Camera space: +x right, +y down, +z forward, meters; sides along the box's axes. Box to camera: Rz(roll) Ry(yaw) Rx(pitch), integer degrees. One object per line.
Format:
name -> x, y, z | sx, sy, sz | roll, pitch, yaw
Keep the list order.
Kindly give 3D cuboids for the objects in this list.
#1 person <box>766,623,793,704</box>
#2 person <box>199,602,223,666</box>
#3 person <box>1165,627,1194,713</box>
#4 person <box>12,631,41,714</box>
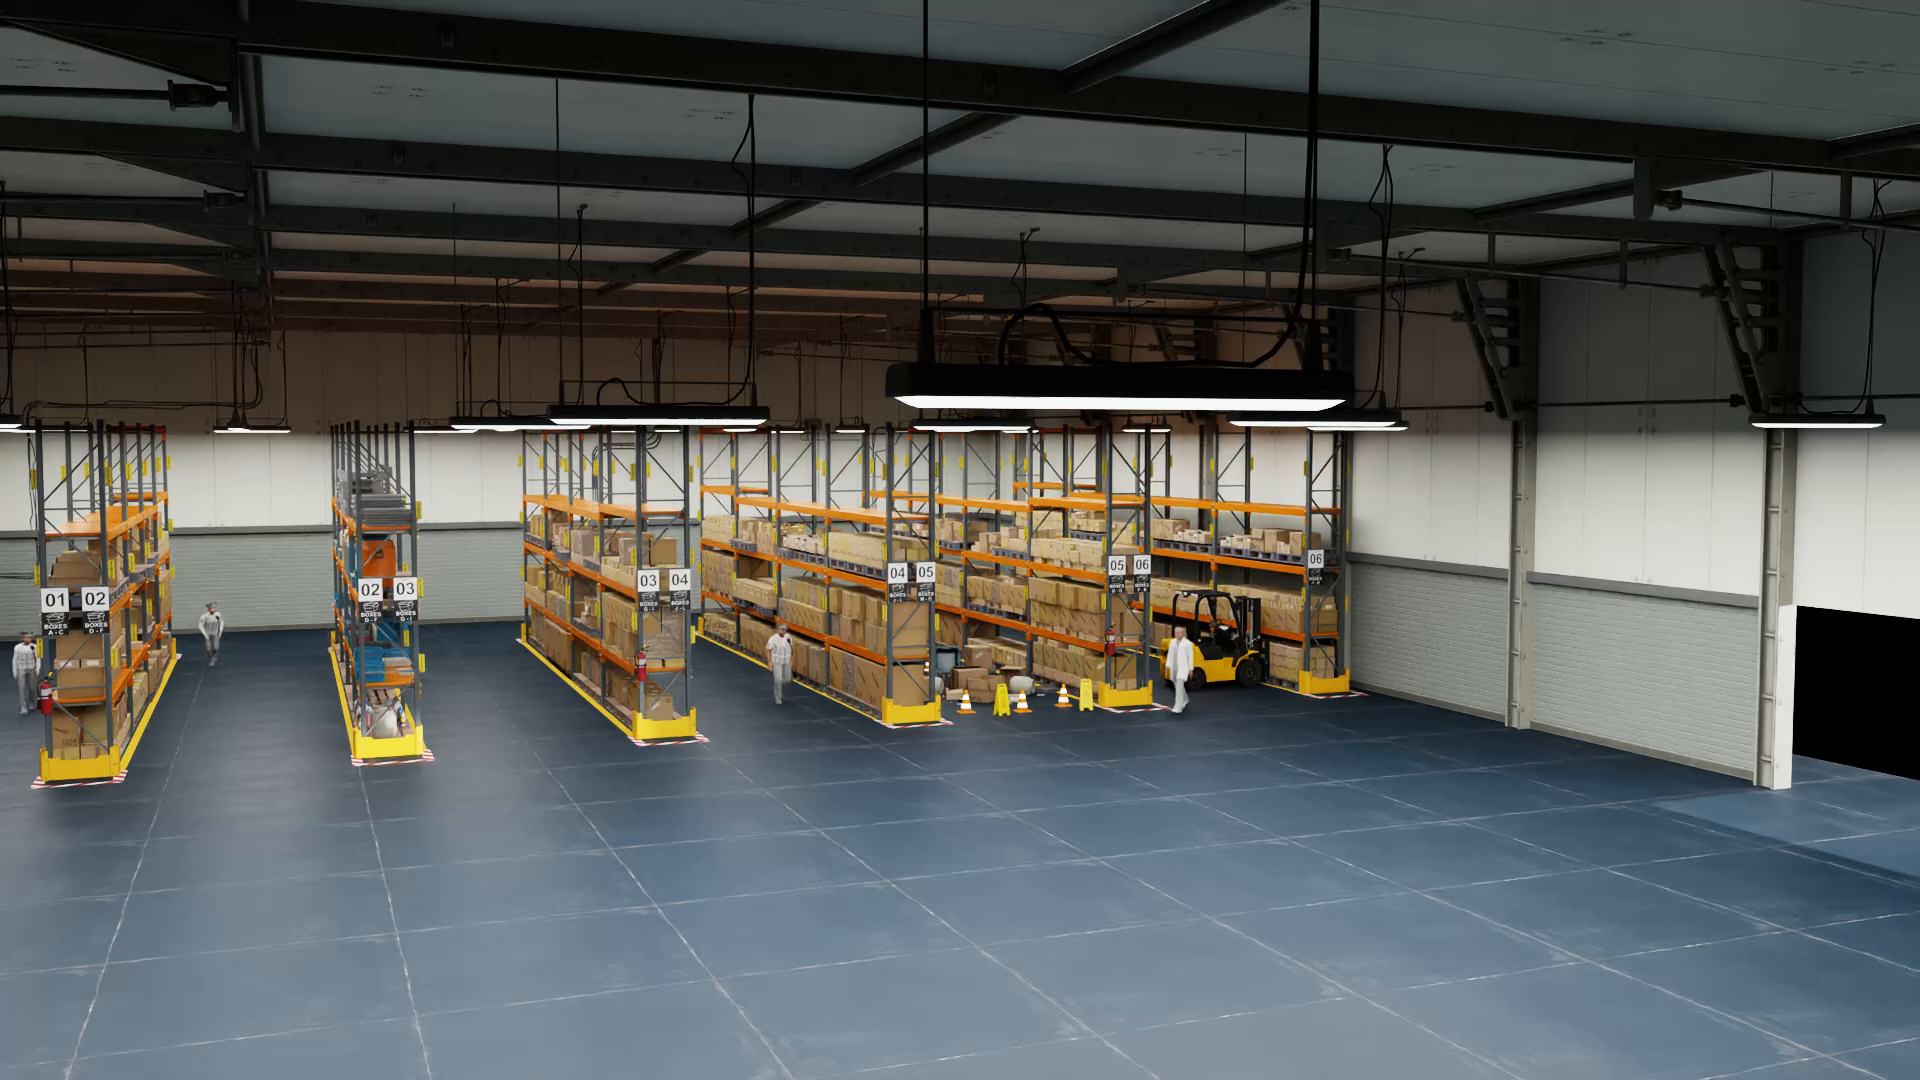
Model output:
person -> -3.907, 2.628, 35.793 | 0.626, 1.742, 0.659 | -3, 4, -35
person -> -18.651, 2.339, 41.415 | 0.560, 1.613, 0.516 | -2, 4, -25
person -> 4.584, 2.681, 34.632 | 0.924, 1.758, 0.559 | -3, 5, -43
person -> -19.398, 2.744, 34.607 | 0.515, 1.673, 0.717 | -3, 4, -36
